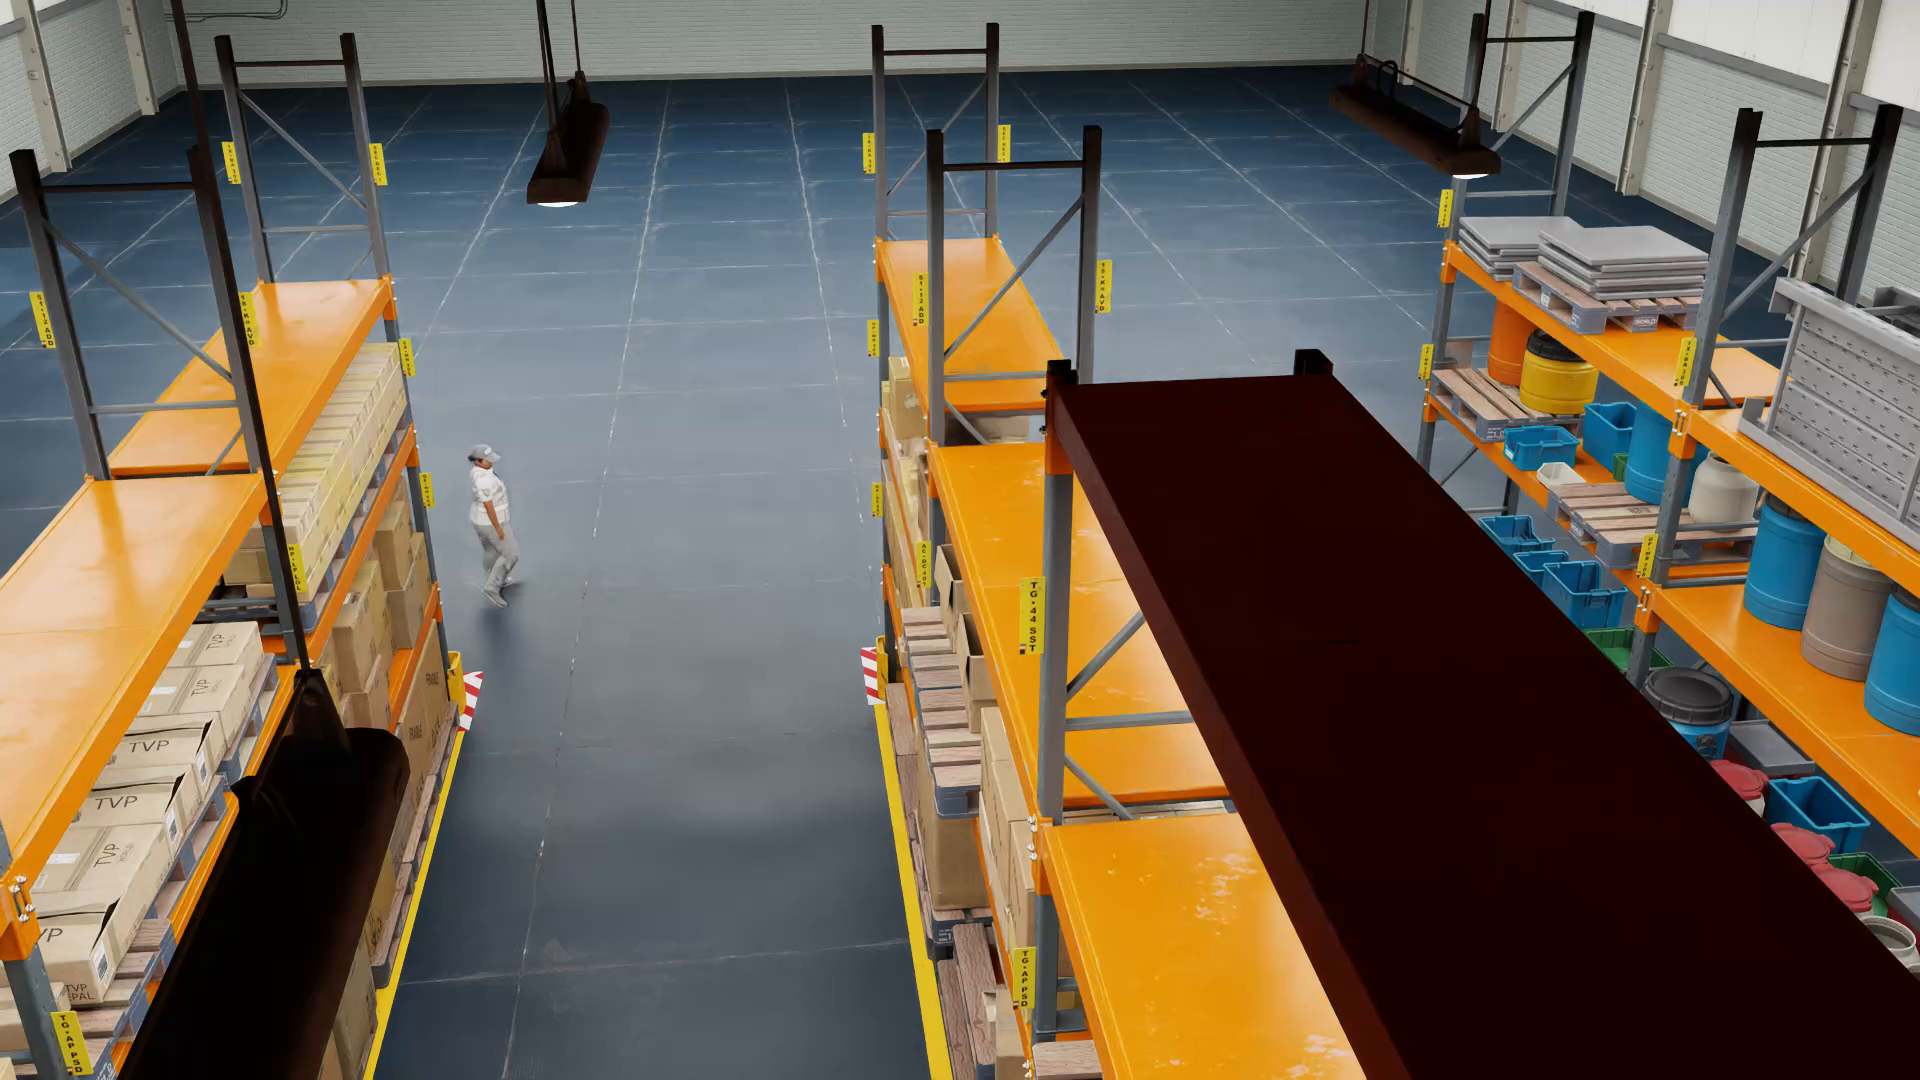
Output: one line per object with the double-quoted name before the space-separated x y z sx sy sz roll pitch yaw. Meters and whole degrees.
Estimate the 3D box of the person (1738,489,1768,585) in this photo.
"person" 8.599 -0.305 17.284 0.950 1.586 0.537 -3 26 -6

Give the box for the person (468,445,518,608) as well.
"person" -4.784 -0.171 16.936 0.451 1.680 0.592 -16 30 -30
